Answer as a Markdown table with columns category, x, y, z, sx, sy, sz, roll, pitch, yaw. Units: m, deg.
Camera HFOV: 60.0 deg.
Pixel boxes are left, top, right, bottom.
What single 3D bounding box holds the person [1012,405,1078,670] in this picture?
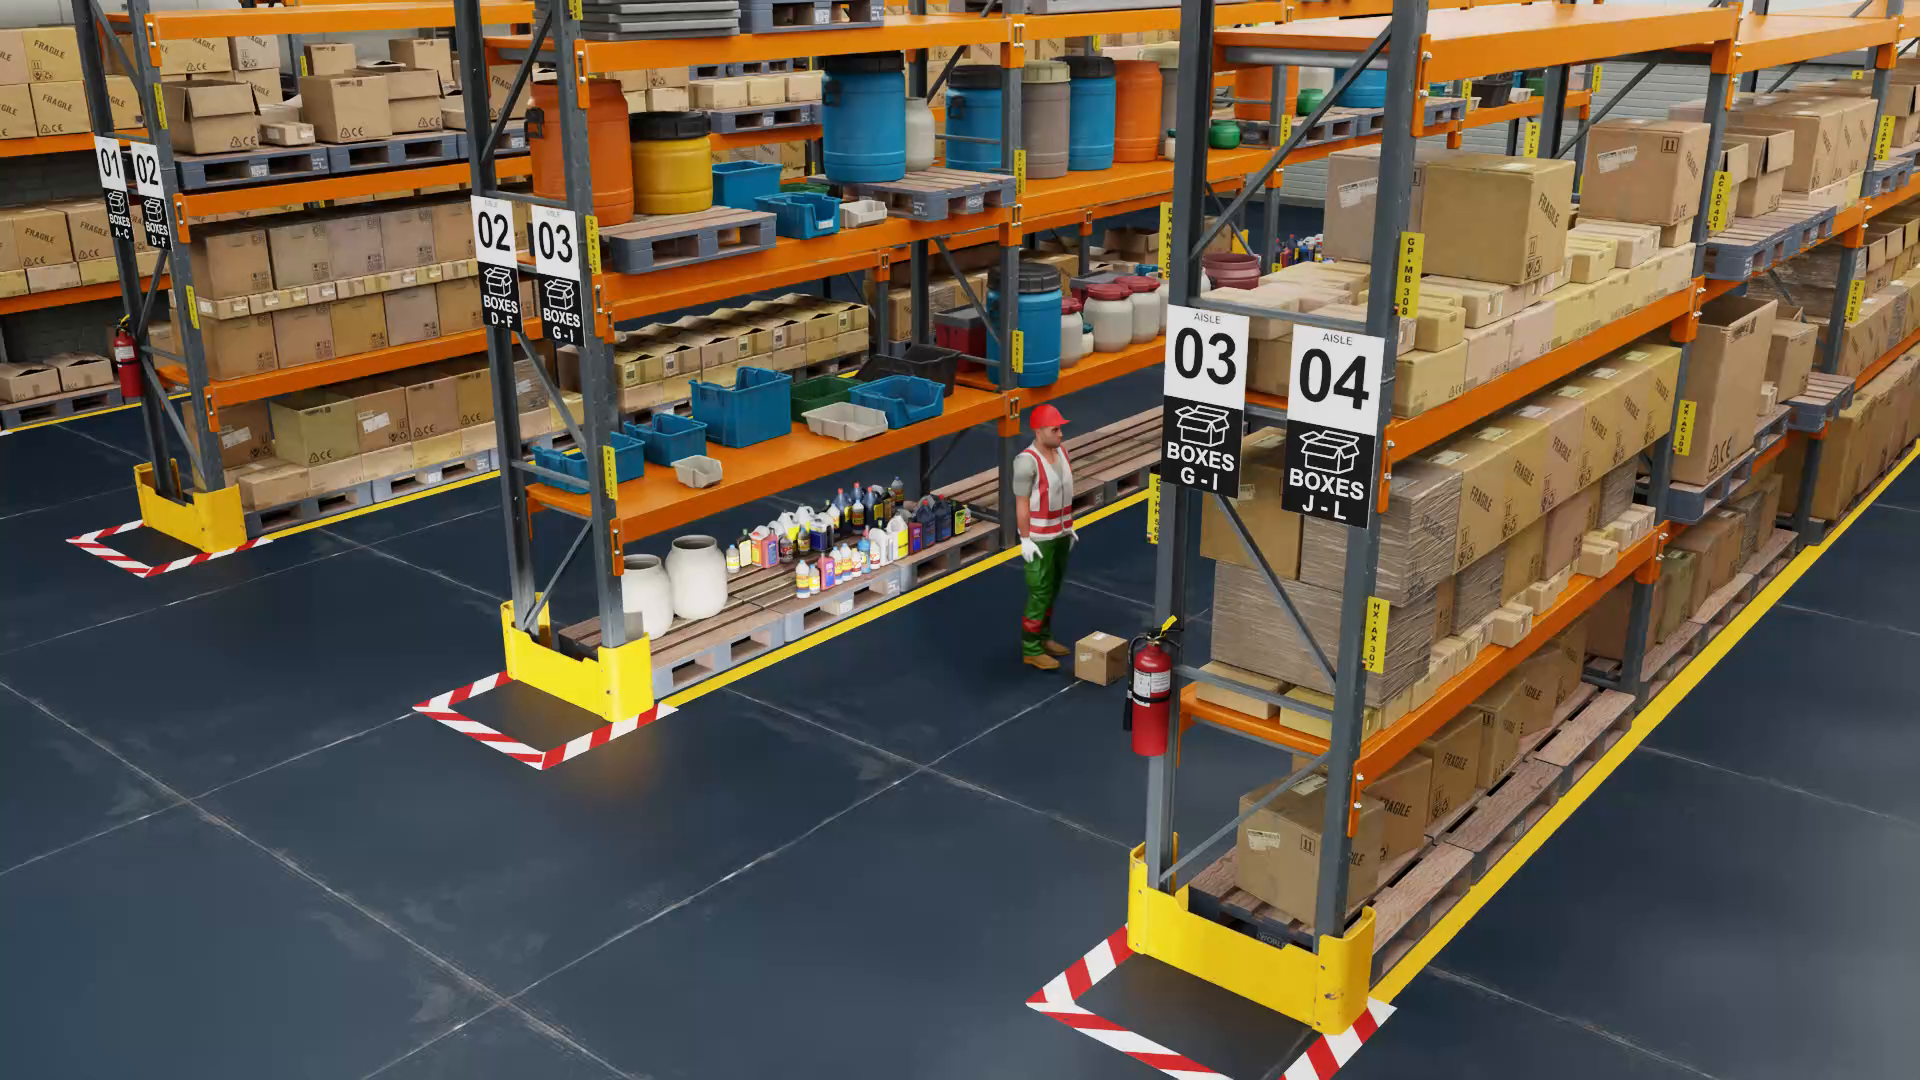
| category | x | y | z | sx | sy | sz | roll | pitch | yaw |
| --- | --- | --- | --- | --- | --- | --- | --- | --- | --- |
| person | 0.595 | -0.026 | 11.120 | 0.416 | 1.796 | 0.523 | 16 | 26 | 38 |
